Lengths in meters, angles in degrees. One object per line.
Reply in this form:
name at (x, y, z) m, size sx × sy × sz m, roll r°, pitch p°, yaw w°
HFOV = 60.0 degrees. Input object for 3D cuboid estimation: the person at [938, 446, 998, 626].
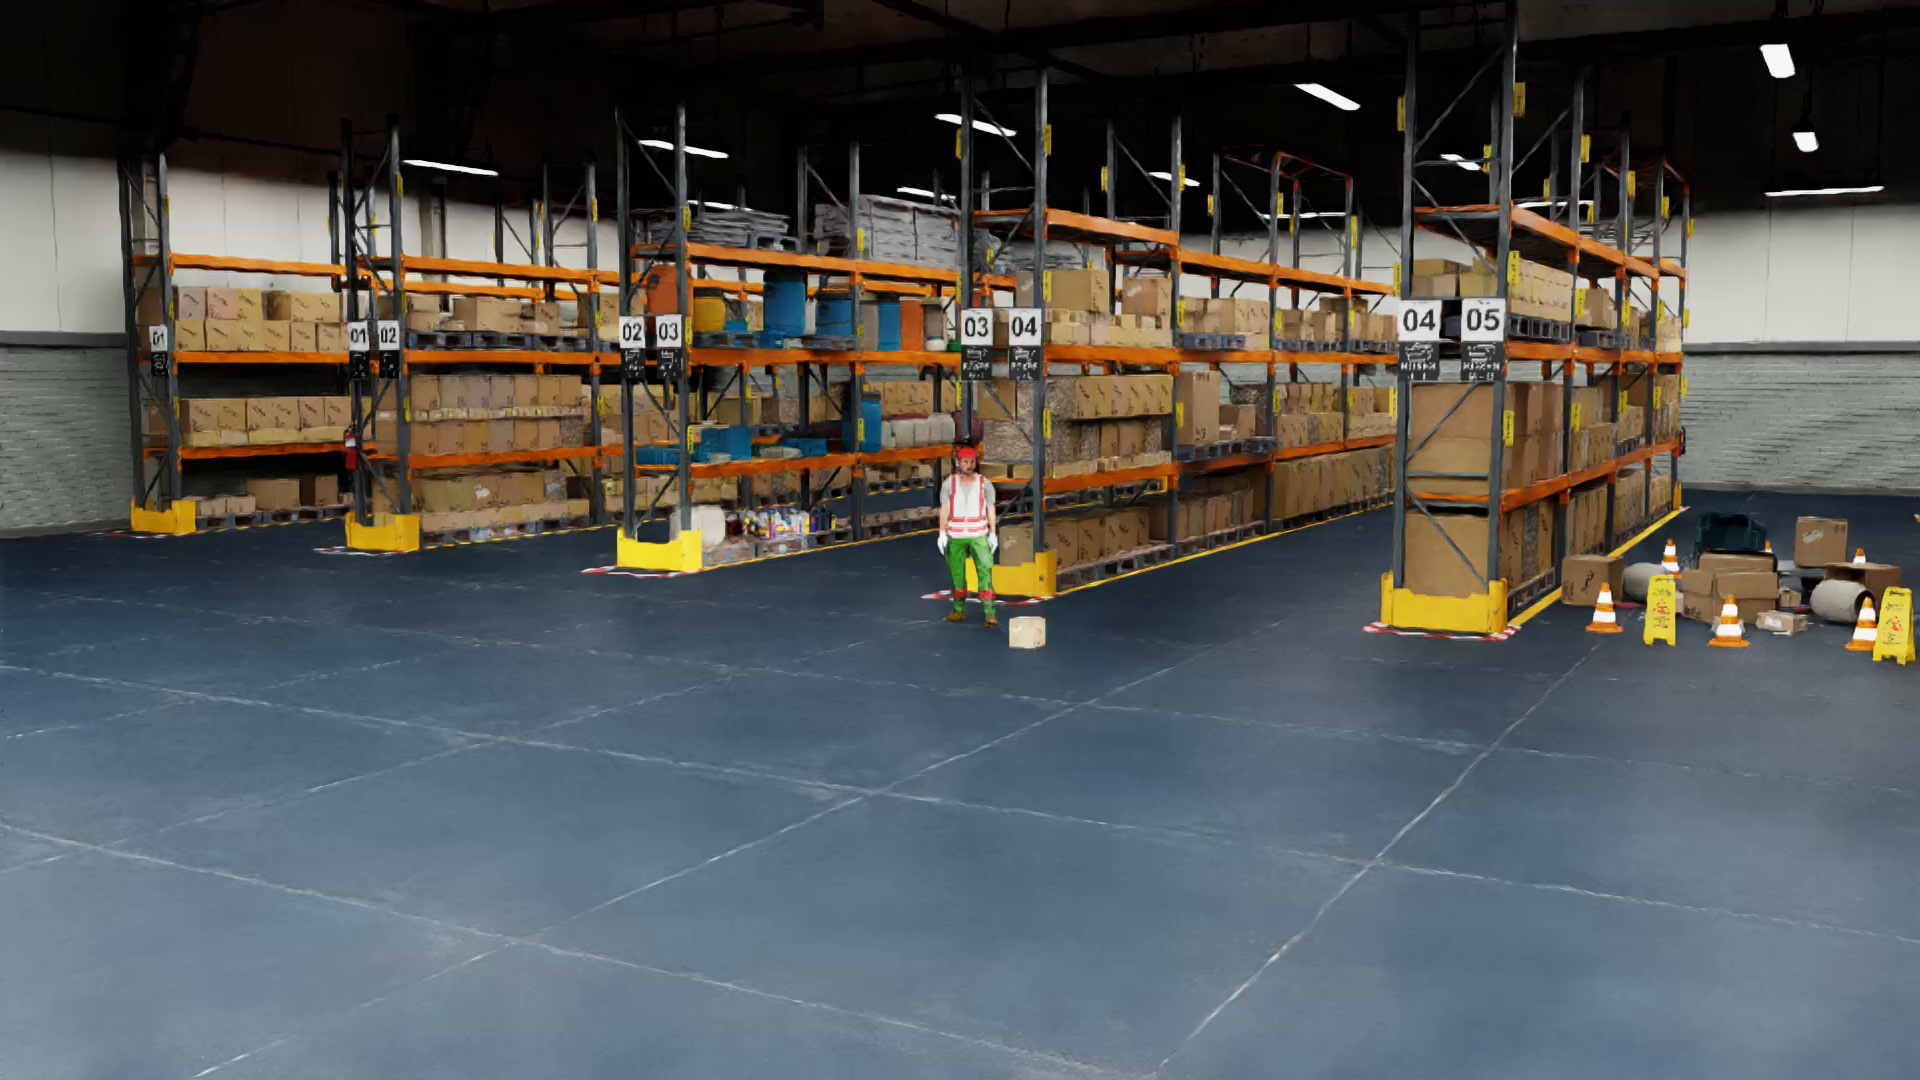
person at (0.090, -0.044, 16.296) m, size 0.632 × 1.755 × 0.837 m, roll 1°, pitch 6°, yaw 6°
